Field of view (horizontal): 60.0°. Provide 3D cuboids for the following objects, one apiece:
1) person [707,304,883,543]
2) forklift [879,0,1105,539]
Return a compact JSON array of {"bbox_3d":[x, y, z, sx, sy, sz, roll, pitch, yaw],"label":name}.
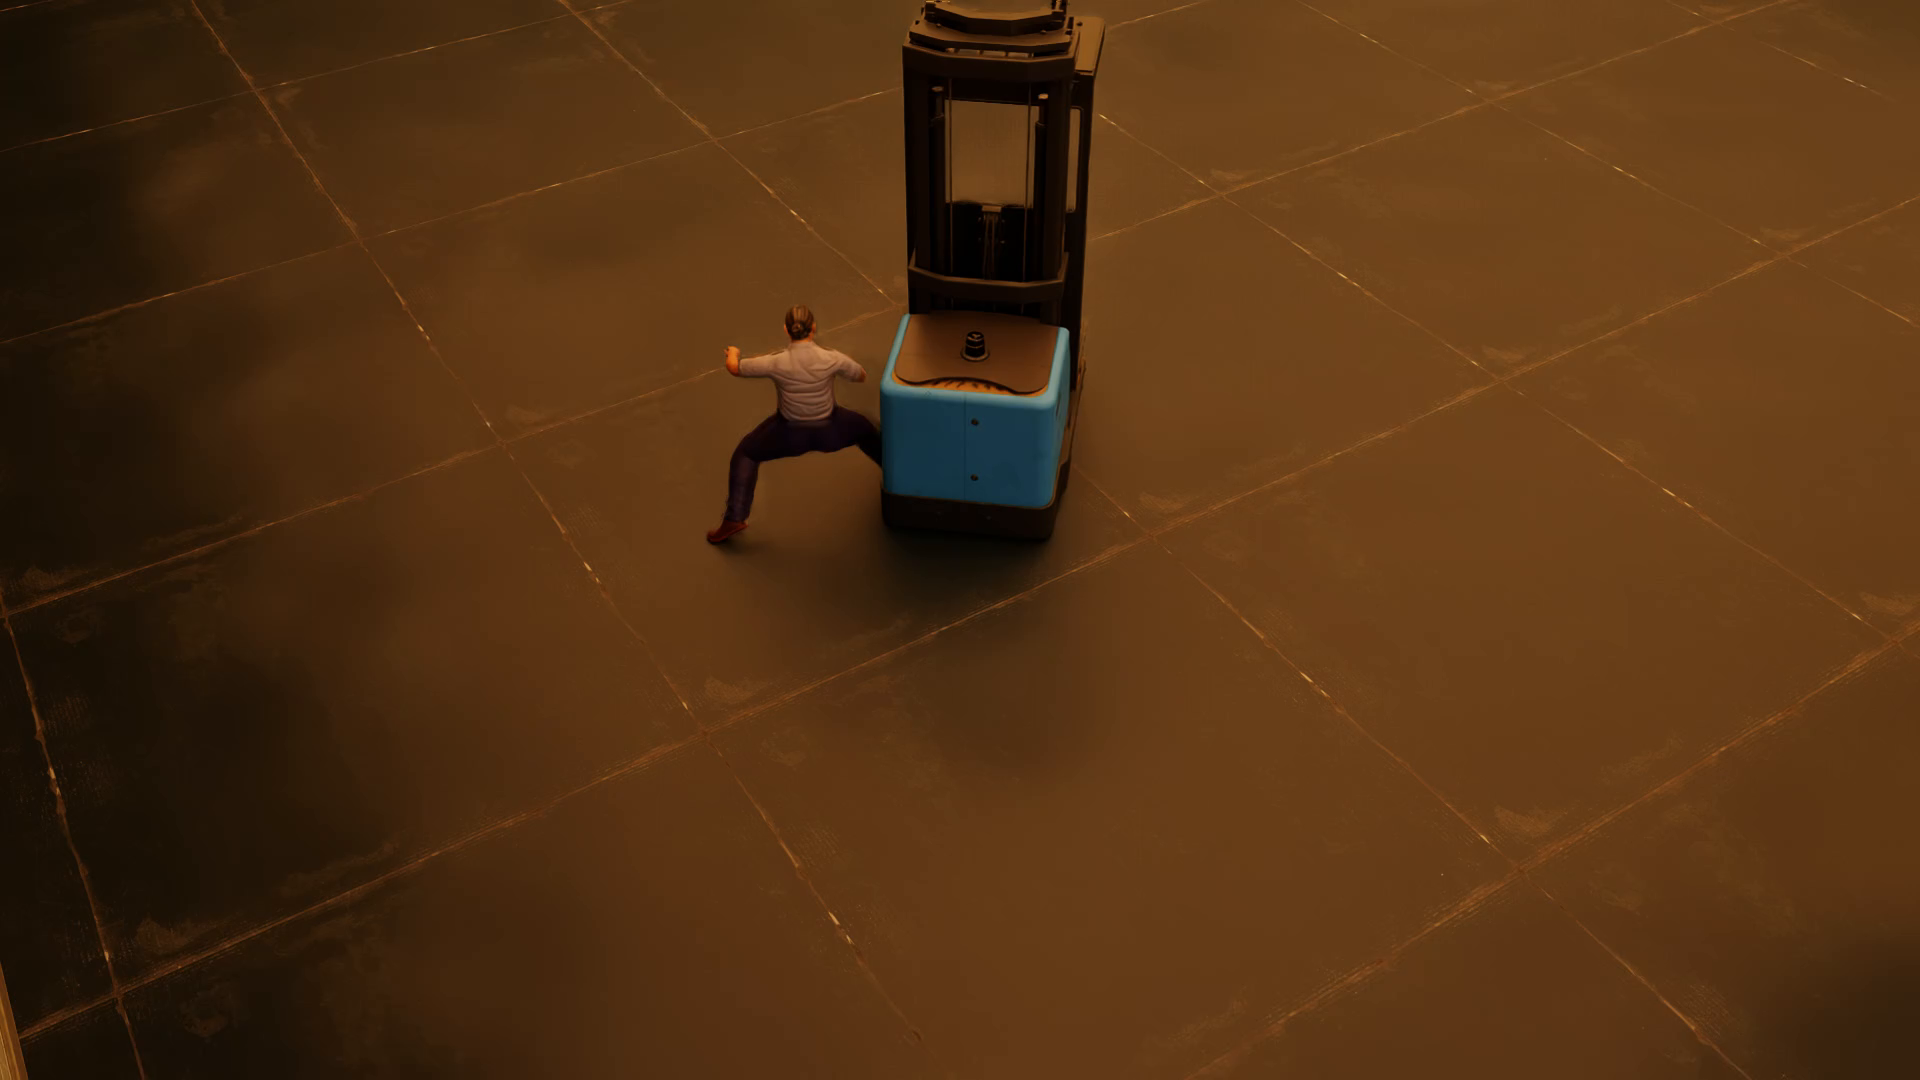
[{"bbox_3d":[-0.950,-0.792,9.909,1.245,1.469,0.815,-4,41,-5],"label":"person"},{"bbox_3d":[0.258,-2.080,10.251,1.130,2.935,3.031,6,41,7],"label":"forklift"}]
